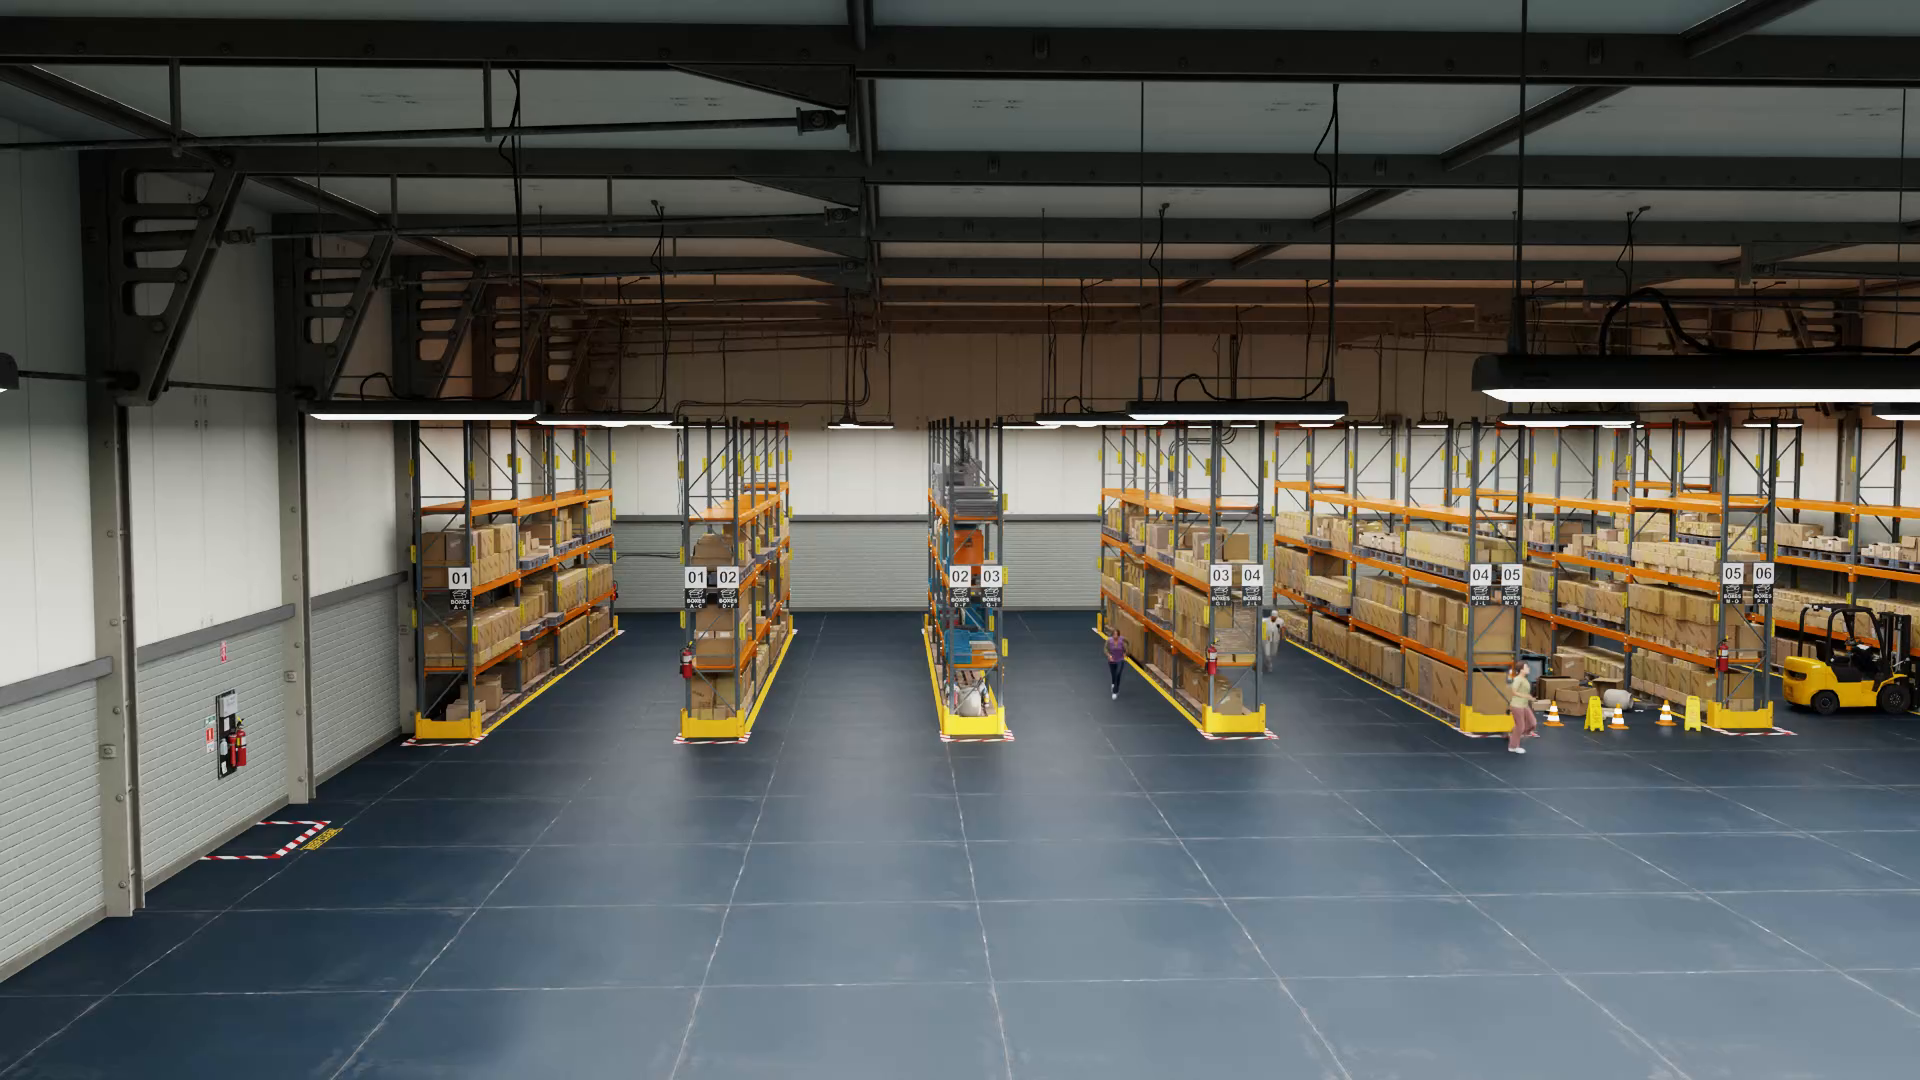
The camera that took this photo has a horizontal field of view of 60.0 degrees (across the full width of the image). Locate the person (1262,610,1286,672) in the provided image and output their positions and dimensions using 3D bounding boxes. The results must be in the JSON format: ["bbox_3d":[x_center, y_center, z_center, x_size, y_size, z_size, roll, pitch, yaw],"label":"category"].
[{"bbox_3d":[7.462,2.399,39.645,0.628,1.523,0.843,0,4,0],"label":"person"}]

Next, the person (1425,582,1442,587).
[{"bbox_3d":[14.525,1.557,50.671,0.791,1.731,0.714,-2,4,-23],"label":"person"}]

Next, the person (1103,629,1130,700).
[{"bbox_3d":[3.363,2.639,35.872,0.571,1.548,0.914,0,4,1],"label":"person"}]

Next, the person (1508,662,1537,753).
[{"bbox_3d":[9.998,2.978,29.561,0.539,1.628,0.565,3,5,38],"label":"person"}]

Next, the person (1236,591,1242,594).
[{"bbox_3d":[7.982,1.790,47.807,0.639,1.658,0.549,2,4,23],"label":"person"}]
